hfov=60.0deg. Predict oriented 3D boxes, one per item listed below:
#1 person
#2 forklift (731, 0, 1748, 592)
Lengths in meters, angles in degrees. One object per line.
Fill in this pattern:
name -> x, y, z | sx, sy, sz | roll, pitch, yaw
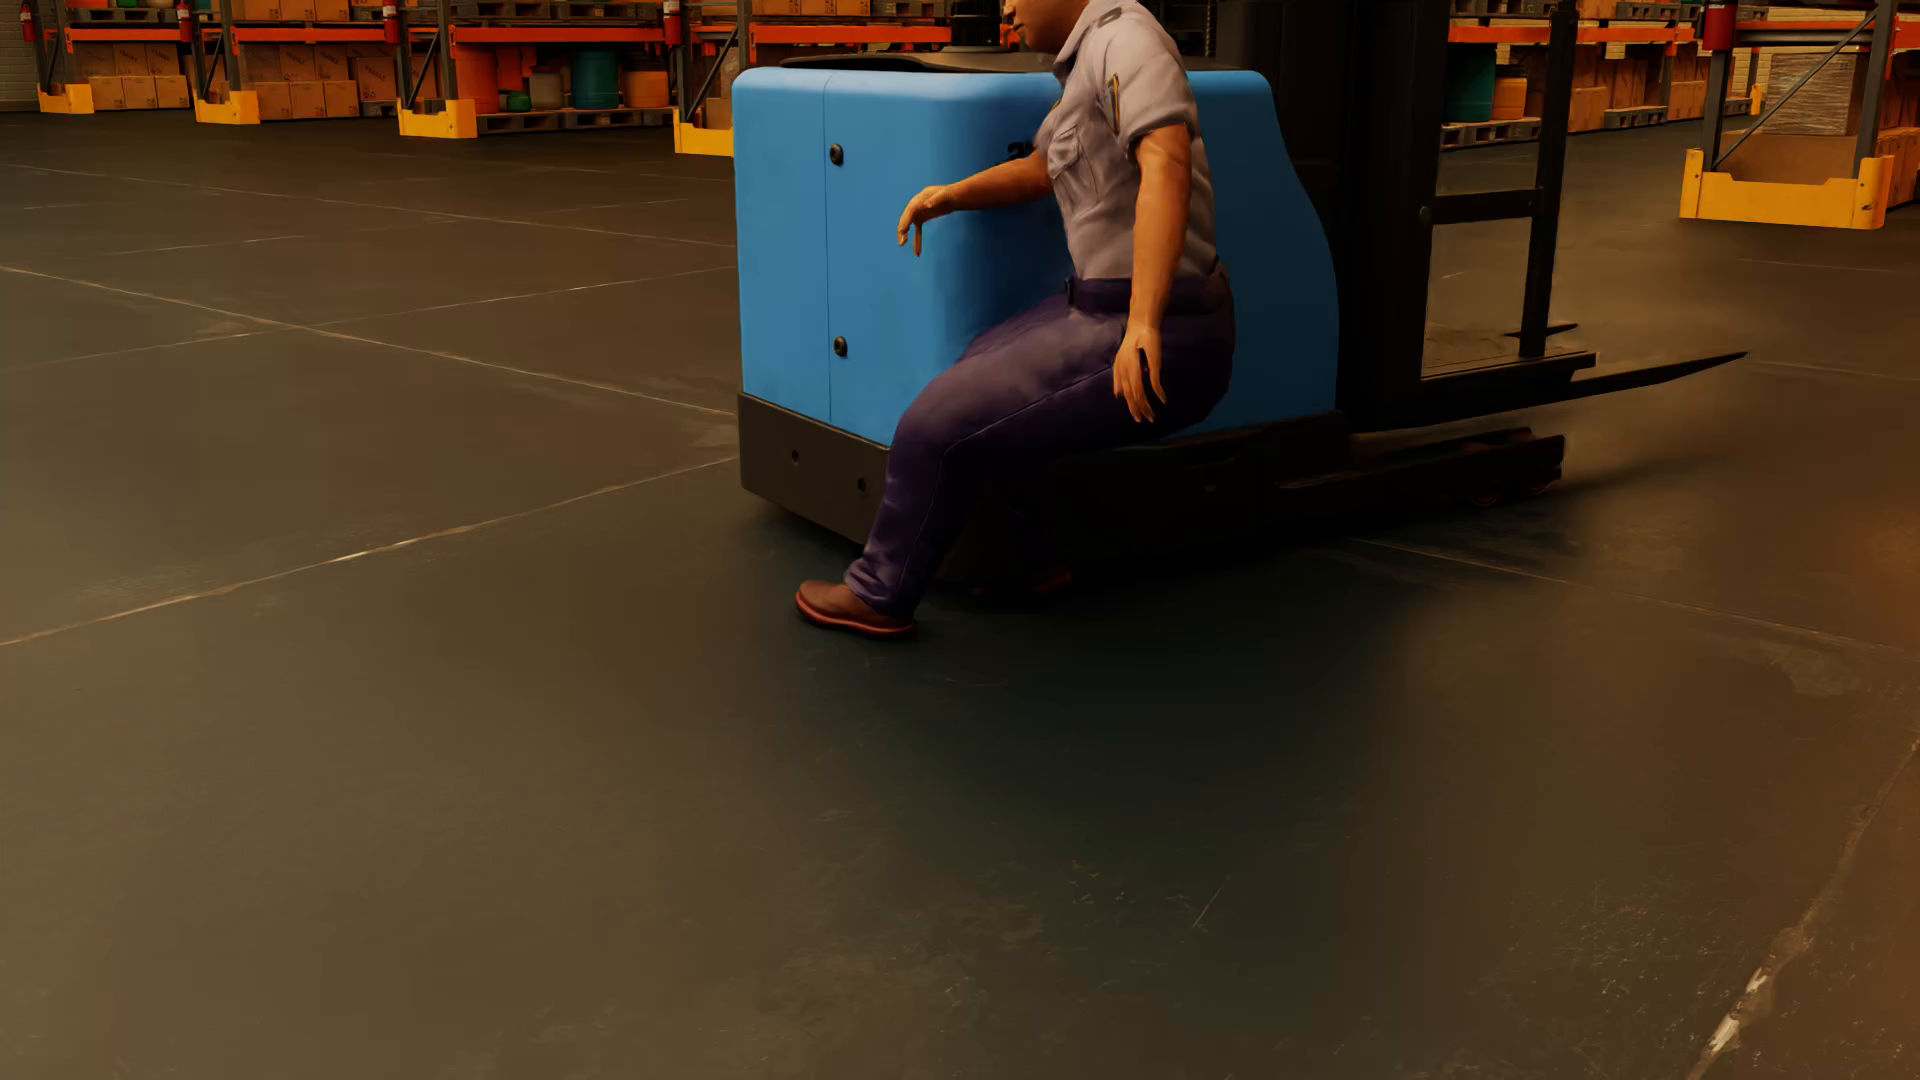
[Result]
person -> 0.063, -0.406, 3.041 | 0.871, 1.431, 0.869 | 3, 17, 10
forklift -> 0.962, -1.601, 4.170 | 3.031, 2.935, 1.130 | -11, 20, -32
